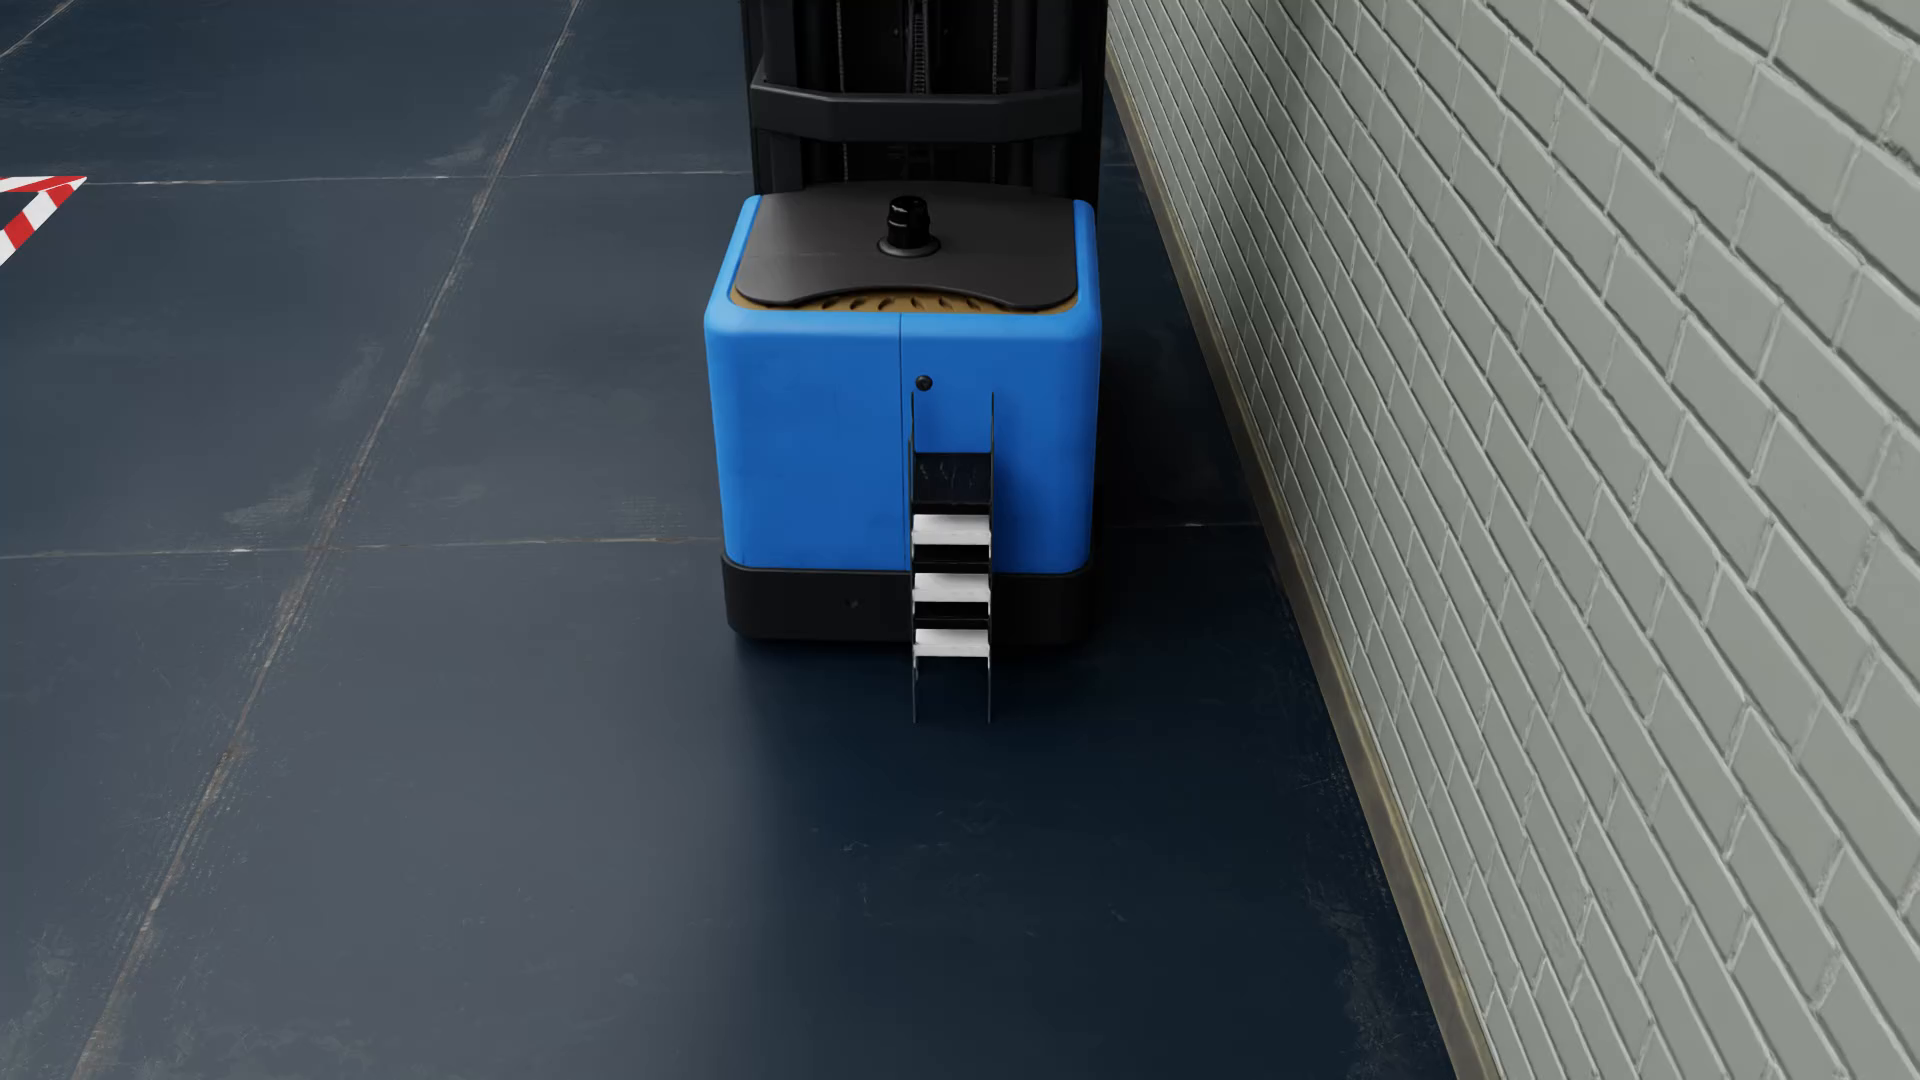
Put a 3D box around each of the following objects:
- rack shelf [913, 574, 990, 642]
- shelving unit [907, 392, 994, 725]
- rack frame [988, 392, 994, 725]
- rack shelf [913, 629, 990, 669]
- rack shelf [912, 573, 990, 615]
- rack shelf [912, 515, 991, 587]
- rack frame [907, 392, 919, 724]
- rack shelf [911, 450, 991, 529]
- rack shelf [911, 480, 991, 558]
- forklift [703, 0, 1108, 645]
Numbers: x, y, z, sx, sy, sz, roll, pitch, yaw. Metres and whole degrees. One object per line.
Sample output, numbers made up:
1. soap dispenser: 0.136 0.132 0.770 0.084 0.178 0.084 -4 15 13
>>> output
1. rack shelf: -0.021 0.165 4.438 0.200 0.077 0.258 0 35 1
2. shelving unit: -0.021 0.063 4.368 0.210 0.900 0.258 0 35 1
3. rack frame: 0.081 0.064 4.367 0.006 0.900 0.240 0 35 1
4. rack shelf: -0.021 0.239 4.489 0.200 0.077 0.258 0 35 1
5. rack shelf: -0.021 0.091 4.387 0.200 0.077 0.258 0 35 1
6. rack shelf: -0.021 0.017 4.335 0.200 0.077 0.258 0 35 1
7. rack frame: -0.122 0.063 4.369 0.006 0.900 0.240 0 35 1
8. rack shelf: -0.021 -0.131 4.233 0.200 0.077 0.258 0 35 1
9. rack shelf: -0.021 -0.057 4.284 0.200 0.077 0.258 0 35 1
10. forklift: -0.096 -1.718 5.157 1.130 2.935 3.031 1 35 2
